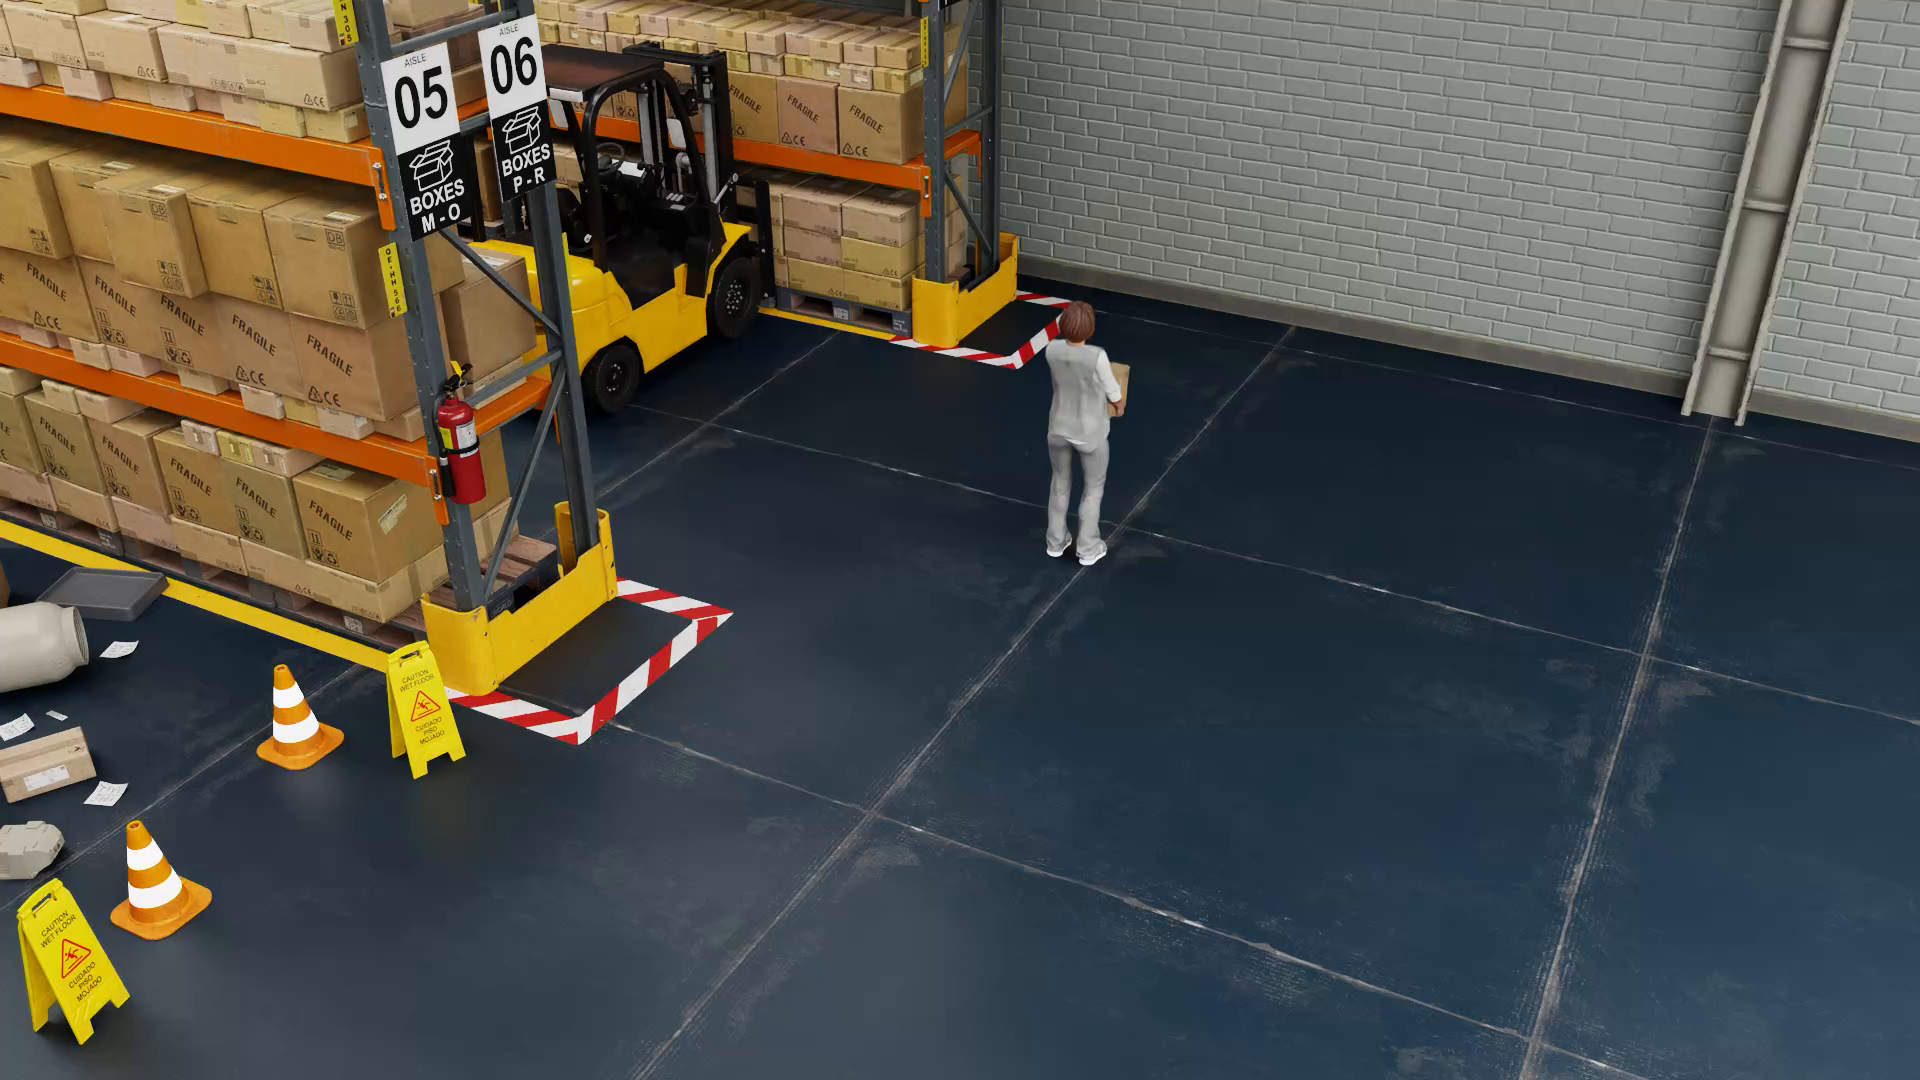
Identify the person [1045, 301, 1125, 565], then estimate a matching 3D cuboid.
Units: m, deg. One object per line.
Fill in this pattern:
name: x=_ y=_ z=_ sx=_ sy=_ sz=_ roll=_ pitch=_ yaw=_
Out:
person: x=0.703 y=-0.631 z=9.382 sx=0.401 sy=1.582 sz=0.495 roll=15 pitch=34 yaw=24
